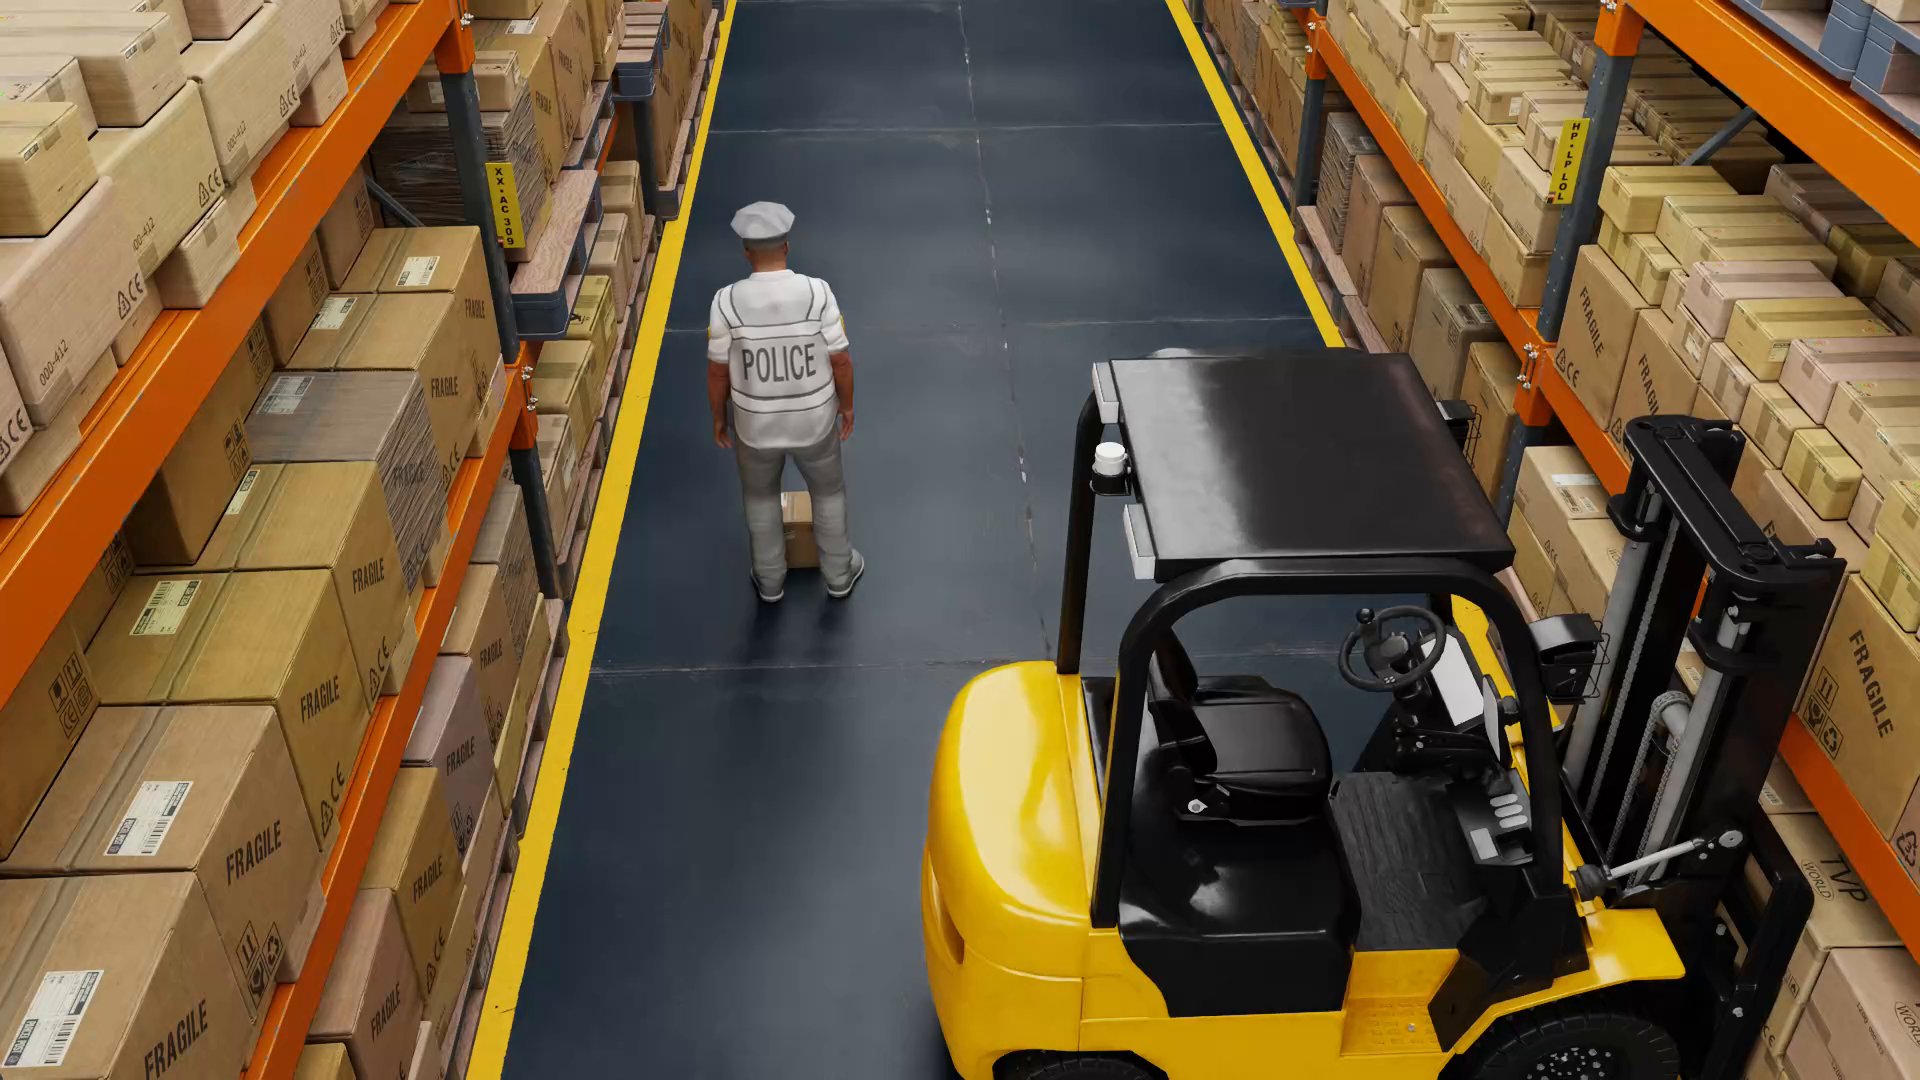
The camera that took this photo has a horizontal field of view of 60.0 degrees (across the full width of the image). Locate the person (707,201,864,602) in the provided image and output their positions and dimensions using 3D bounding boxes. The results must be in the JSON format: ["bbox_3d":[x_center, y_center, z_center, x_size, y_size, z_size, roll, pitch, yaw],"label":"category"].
[{"bbox_3d":[-0.720,-0.506,6.858,0.608,1.750,0.433,-4,35,-6],"label":"person"}]
